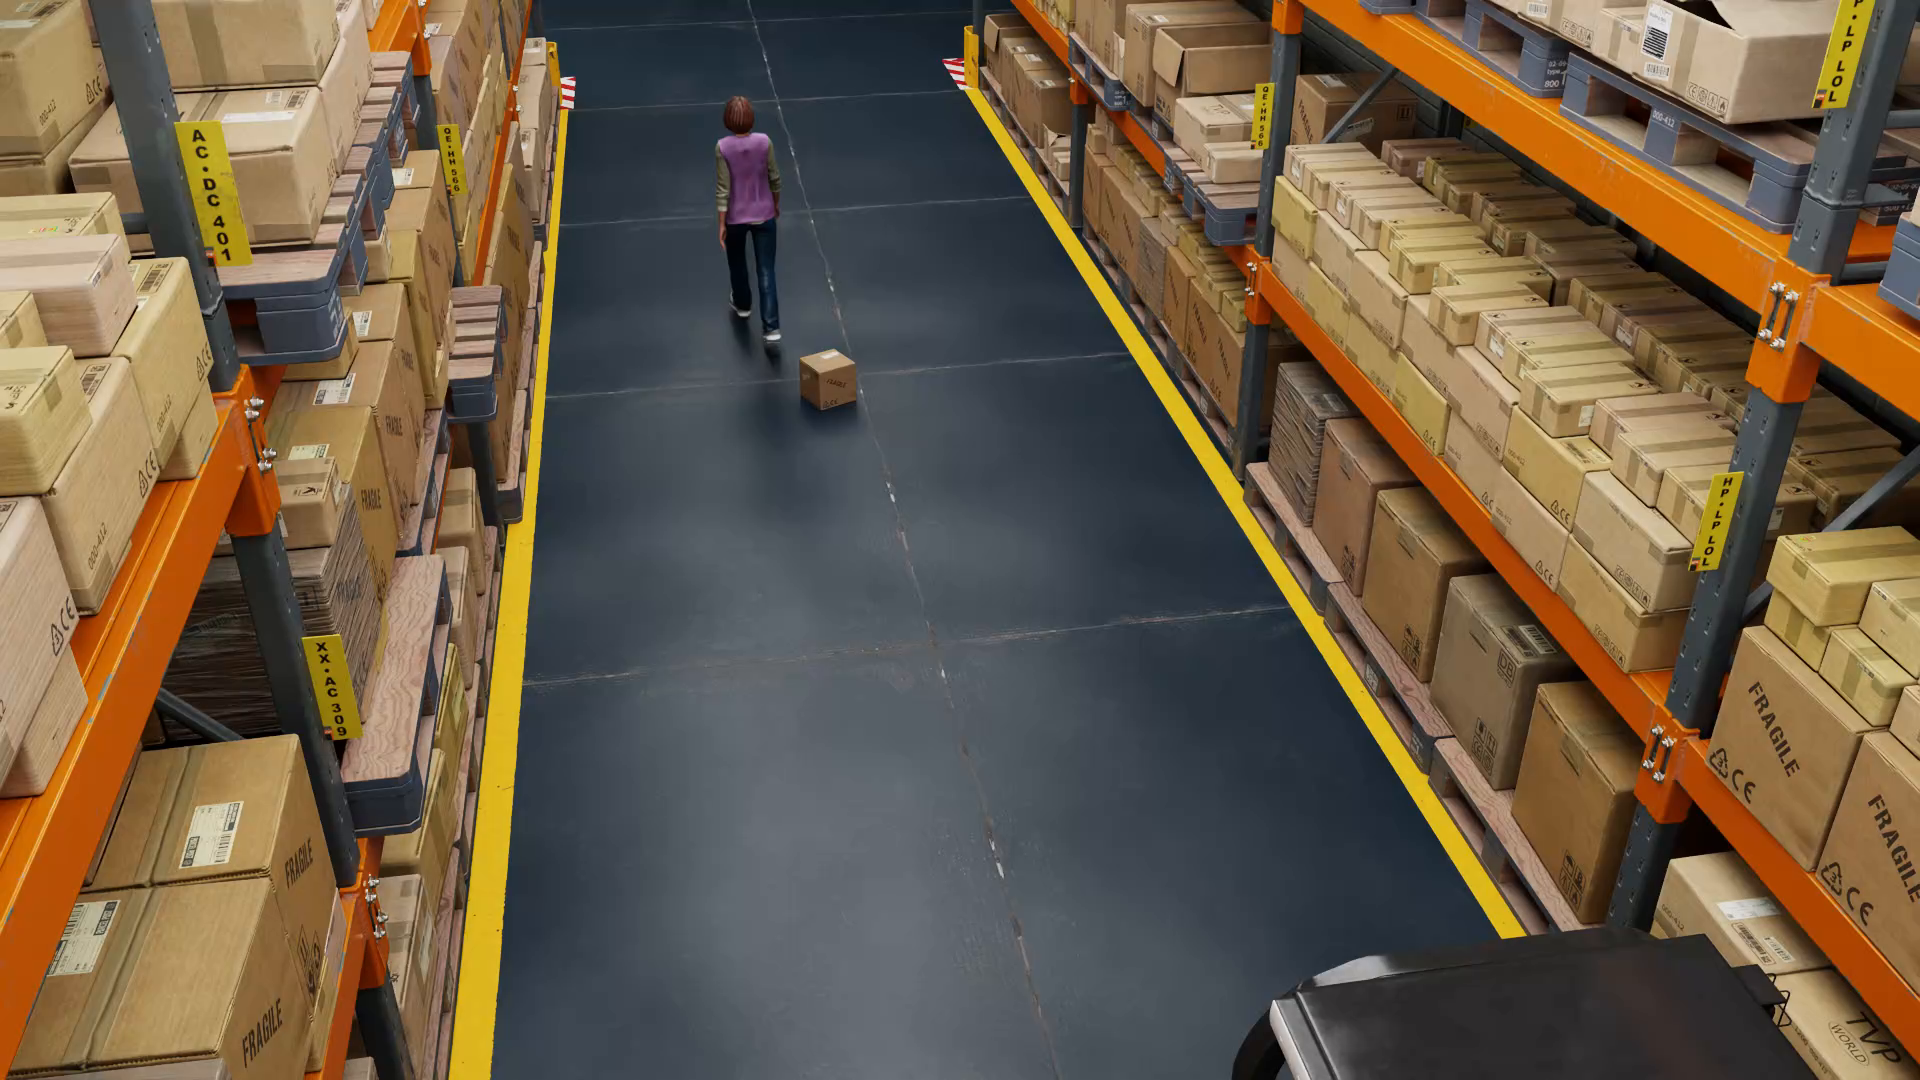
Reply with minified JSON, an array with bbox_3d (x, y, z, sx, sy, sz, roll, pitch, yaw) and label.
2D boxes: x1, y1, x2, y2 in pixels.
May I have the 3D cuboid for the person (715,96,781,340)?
[{"bbox_3d":[-1.334,-2.063,10.557,0.424,1.549,0.910,-6,32,-10],"label":"person"}]
